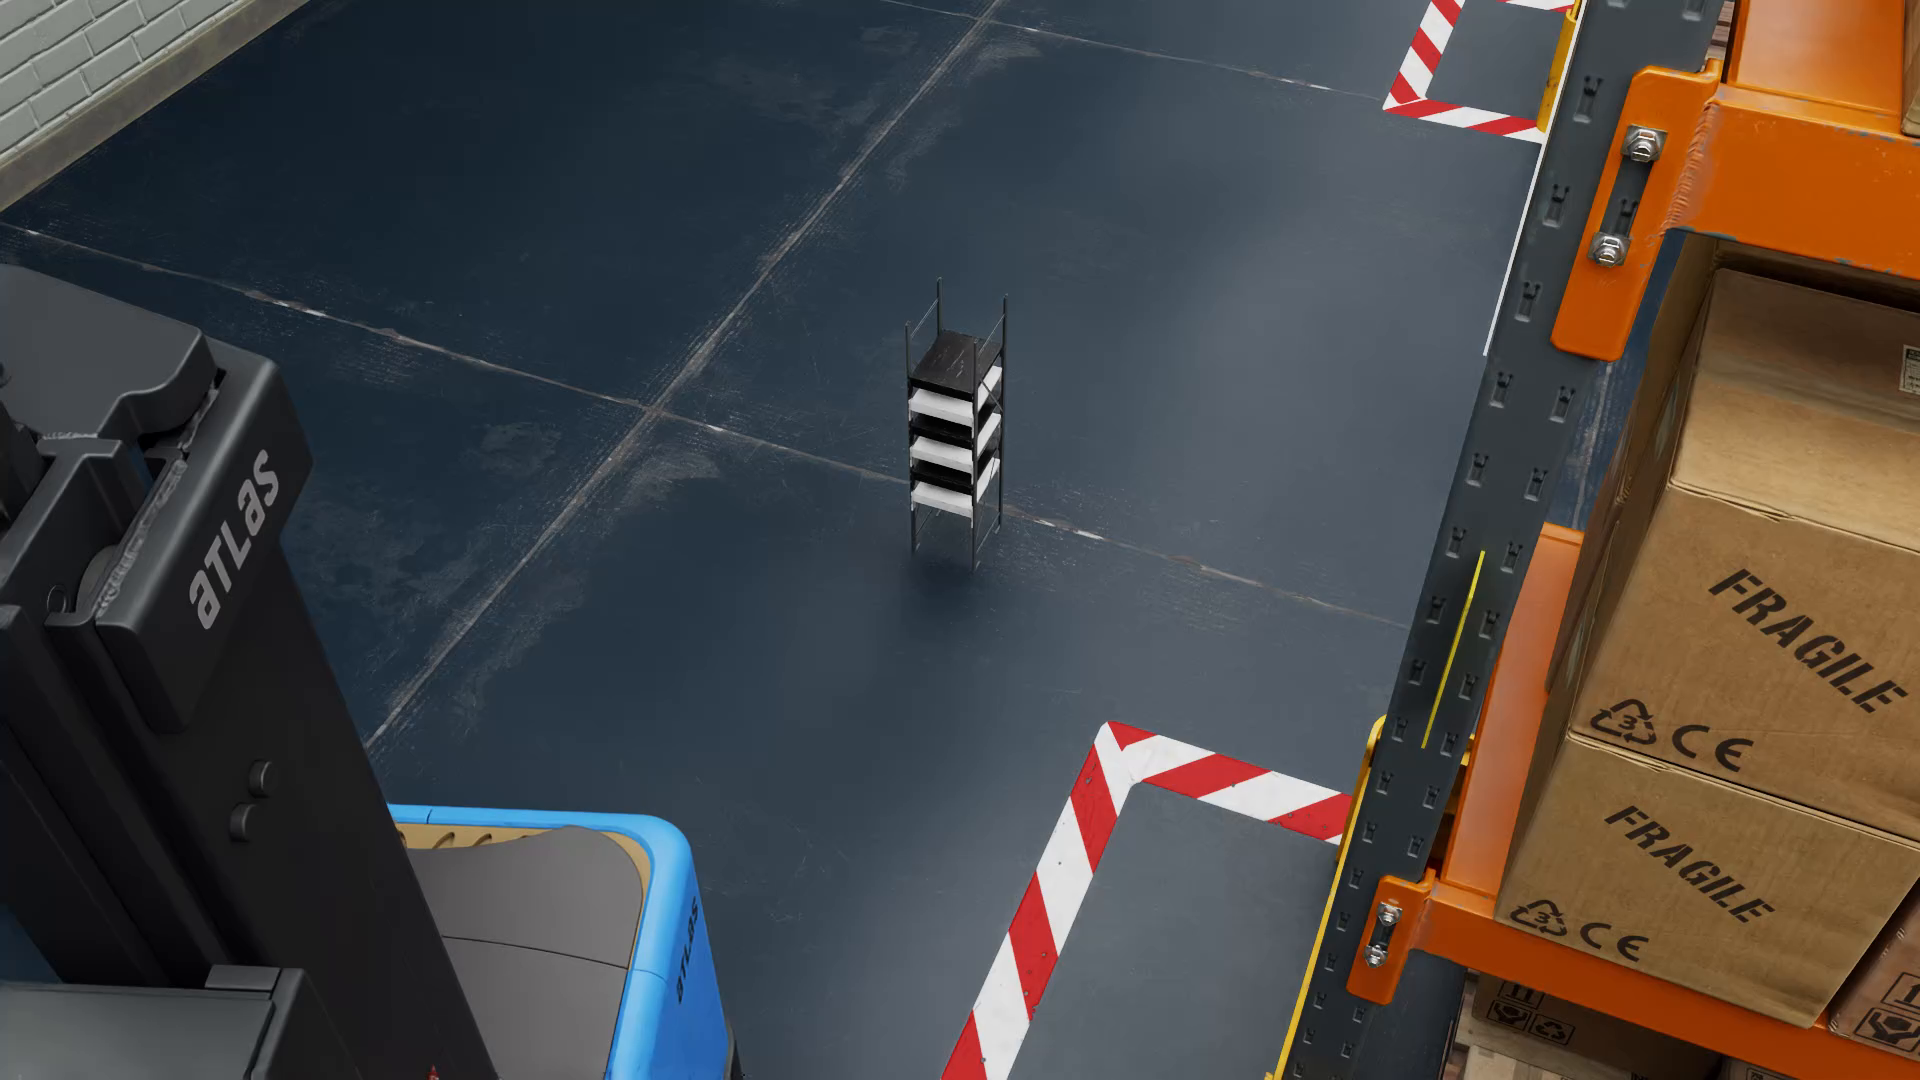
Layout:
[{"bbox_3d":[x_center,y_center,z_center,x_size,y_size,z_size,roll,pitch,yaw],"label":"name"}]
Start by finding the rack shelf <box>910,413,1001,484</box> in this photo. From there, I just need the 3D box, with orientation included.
[{"bbox_3d":[-0.007,-0.298,4.958,0.200,0.077,0.258,16,47,16],"label":"rack shelf"}]

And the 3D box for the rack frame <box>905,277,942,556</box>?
[{"bbox_3d":[-0.101,-0.349,4.963,0.006,0.900,0.240,16,47,16],"label":"rack frame"}]

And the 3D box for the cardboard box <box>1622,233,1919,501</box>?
[{"bbox_3d":[1.421,-0.336,2.681,0.500,0.500,0.500,16,47,15],"label":"cardboard box"}]

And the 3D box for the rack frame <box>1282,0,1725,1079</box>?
[{"bbox_3d":[0.905,0.112,3.011,0.127,3.000,1.000,16,47,16],"label":"rack frame"}]

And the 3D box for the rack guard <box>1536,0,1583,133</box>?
[{"bbox_3d":[2.788,-2.223,7.130,0.348,0.500,1.175,16,47,16],"label":"rack guard"}]

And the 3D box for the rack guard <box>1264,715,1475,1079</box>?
[{"bbox_3d":[0.975,1.019,3.872,0.348,0.500,1.175,16,47,16],"label":"rack guard"}]

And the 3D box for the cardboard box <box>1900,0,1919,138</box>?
[{"bbox_3d":[1.281,-0.593,1.699,0.500,0.250,0.500,16,47,16],"label":"cardboard box"}]

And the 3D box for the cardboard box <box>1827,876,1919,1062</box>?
[{"bbox_3d":[1.691,0.505,2.544,0.500,0.500,0.500,16,47,15],"label":"cardboard box"}]

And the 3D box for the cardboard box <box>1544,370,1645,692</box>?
[{"bbox_3d":[1.423,0.021,3.031,0.500,0.500,0.500,18,48,17],"label":"cardboard box"}]

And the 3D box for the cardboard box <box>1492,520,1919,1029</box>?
[{"bbox_3d":[1.213,0.369,2.682,0.500,0.500,0.500,17,47,17],"label":"cardboard box"}]

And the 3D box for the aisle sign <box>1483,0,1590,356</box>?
[{"bbox_3d":[0.729,-0.637,1.920,0.004,0.787,0.394,16,47,16],"label":"aisle sign"}]

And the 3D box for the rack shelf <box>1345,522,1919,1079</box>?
[{"bbox_3d":[2.750,0.910,2.719,4.000,0.370,1.077,16,47,16],"label":"rack shelf"}]

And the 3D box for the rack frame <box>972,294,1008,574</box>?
[{"bbox_3d":[0.086,-0.294,4.907,0.006,0.900,0.240,16,47,16],"label":"rack frame"}]

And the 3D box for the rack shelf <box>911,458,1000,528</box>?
[{"bbox_3d":[-0.007,-0.170,5.085,0.200,0.077,0.258,16,47,16],"label":"rack shelf"}]

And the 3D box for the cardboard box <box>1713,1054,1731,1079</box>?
[{"bbox_3d":[1.840,1.116,3.698,0.250,0.166,0.380,16,47,16],"label":"cardboard box"}]

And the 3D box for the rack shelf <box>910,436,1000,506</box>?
[{"bbox_3d":[-0.007,-0.234,5.022,0.200,0.077,0.258,16,47,16],"label":"rack shelf"}]

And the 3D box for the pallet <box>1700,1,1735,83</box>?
[{"bbox_3d":[3.561,-1.874,6.983,1.213,0.211,1.003,16,47,16],"label":"pallet"}]

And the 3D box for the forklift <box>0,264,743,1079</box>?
[{"bbox_3d":[-1.093,1.277,1.889,1.130,2.935,3.031,2,45,2],"label":"forklift"}]

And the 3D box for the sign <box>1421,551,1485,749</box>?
[{"bbox_3d":[0.696,0.159,2.350,0.005,0.325,0.100,16,47,16],"label":"sign"}]

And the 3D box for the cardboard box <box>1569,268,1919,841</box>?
[{"bbox_3d":[1.213,0.014,2.329,0.500,0.500,0.500,18,48,17],"label":"cardboard box"}]

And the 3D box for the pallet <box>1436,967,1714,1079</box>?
[{"bbox_3d":[1.711,1.337,3.757,1.213,0.211,1.003,16,47,16],"label":"pallet"}]

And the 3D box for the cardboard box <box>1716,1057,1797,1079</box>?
[{"bbox_3d":[1.759,1.399,3.355,0.500,0.250,0.500,16,47,16],"label":"cardboard box"}]

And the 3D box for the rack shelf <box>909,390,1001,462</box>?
[{"bbox_3d":[-0.007,-0.361,4.895,0.200,0.077,0.258,16,47,16],"label":"rack shelf"}]

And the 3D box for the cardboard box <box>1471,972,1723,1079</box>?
[{"bbox_3d":[1.501,0.830,3.750,0.500,0.500,0.500,16,47,16],"label":"cardboard box"}]

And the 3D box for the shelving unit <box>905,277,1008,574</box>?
[{"bbox_3d":[-0.007,-0.321,4.935,0.210,0.900,0.258,16,47,16],"label":"shelving unit"}]

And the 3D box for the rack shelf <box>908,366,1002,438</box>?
[{"bbox_3d":[-0.007,-0.425,4.831,0.200,0.077,0.258,16,47,16],"label":"rack shelf"}]

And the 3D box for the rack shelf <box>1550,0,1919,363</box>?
[{"bbox_3d":[2.750,-0.153,1.661,4.000,0.370,1.077,16,47,16],"label":"rack shelf"}]

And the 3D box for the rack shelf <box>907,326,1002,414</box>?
[{"bbox_3d":[-0.007,-0.489,4.768,0.200,0.077,0.258,16,47,16],"label":"rack shelf"}]

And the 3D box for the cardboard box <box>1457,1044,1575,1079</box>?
[{"bbox_3d":[1.159,1.304,3.522,0.250,0.149,0.380,16,47,16],"label":"cardboard box"}]
